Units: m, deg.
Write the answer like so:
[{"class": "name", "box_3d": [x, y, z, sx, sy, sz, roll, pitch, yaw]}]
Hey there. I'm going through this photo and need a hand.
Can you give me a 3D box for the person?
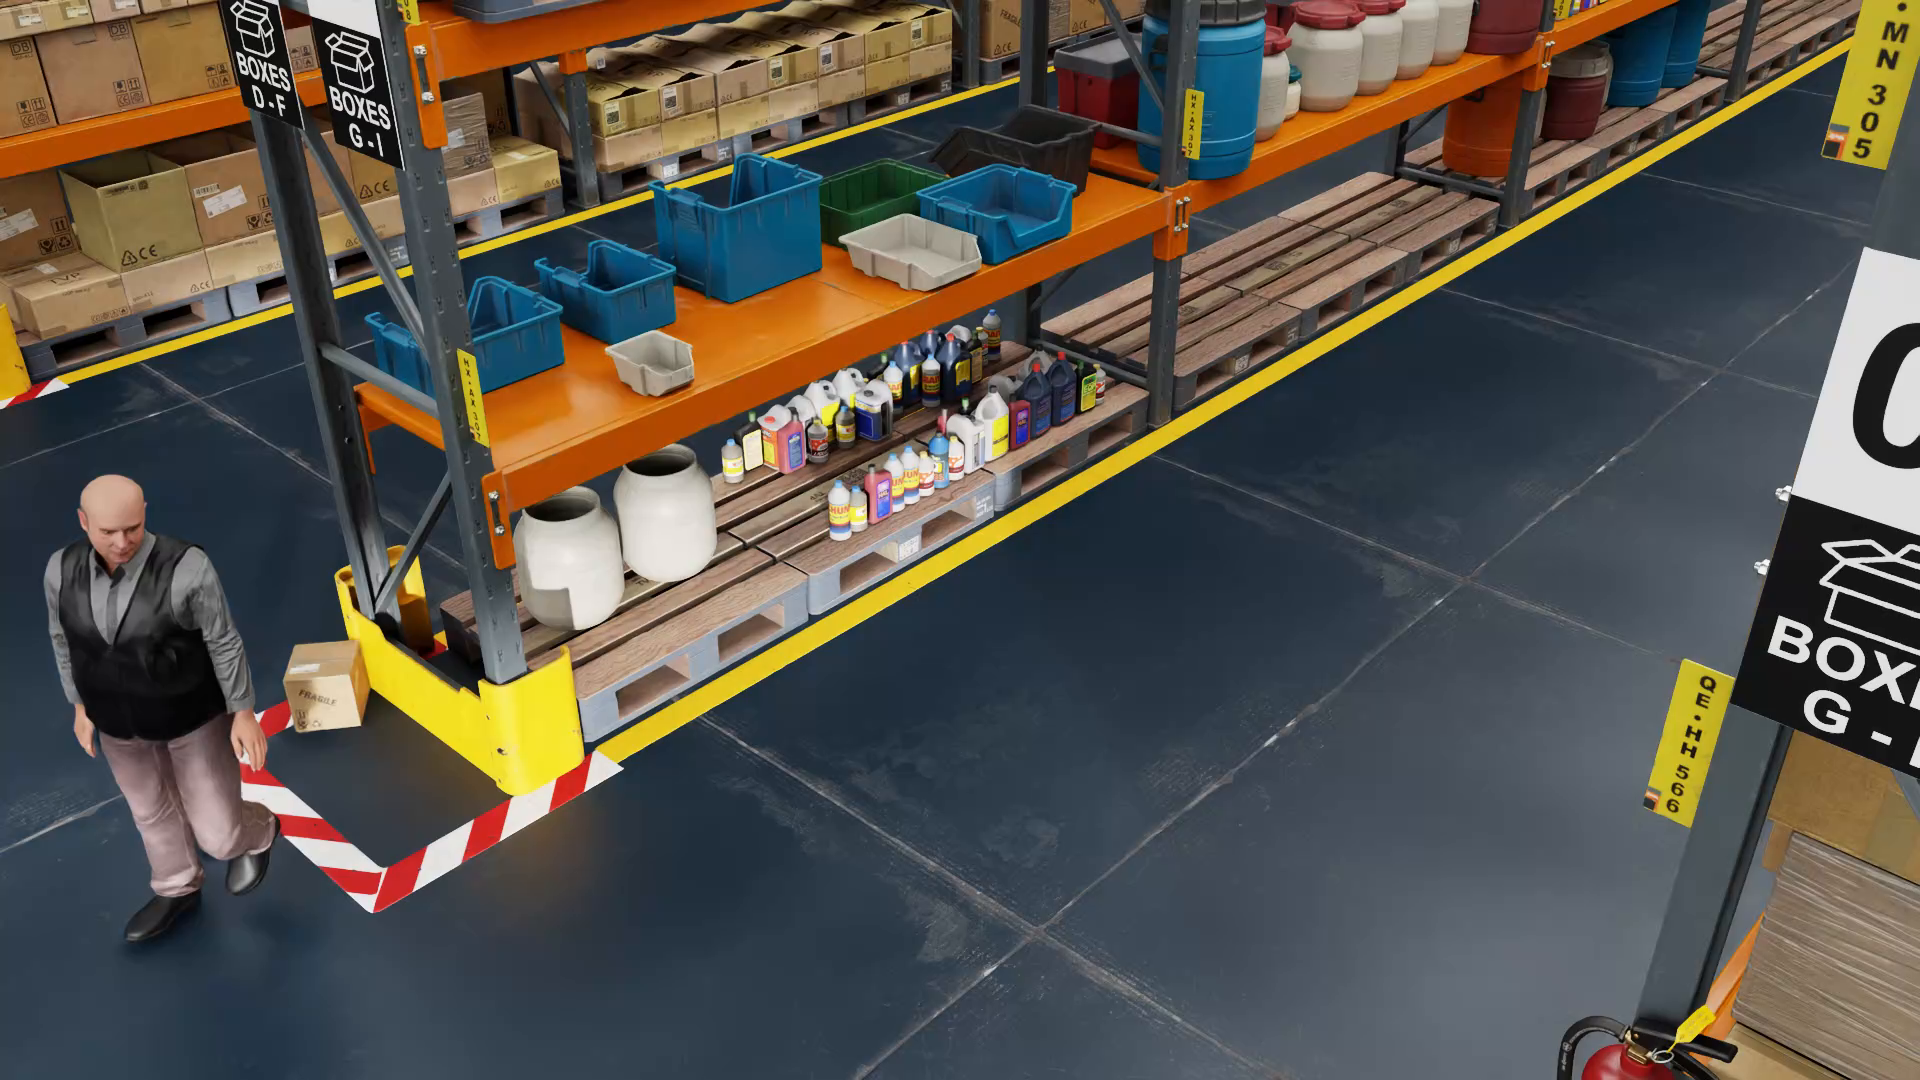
[{"class": "person", "box_3d": [-2.481, 0.536, 5.242, 0.617, 1.708, 0.483, 2, 31, 3]}]
